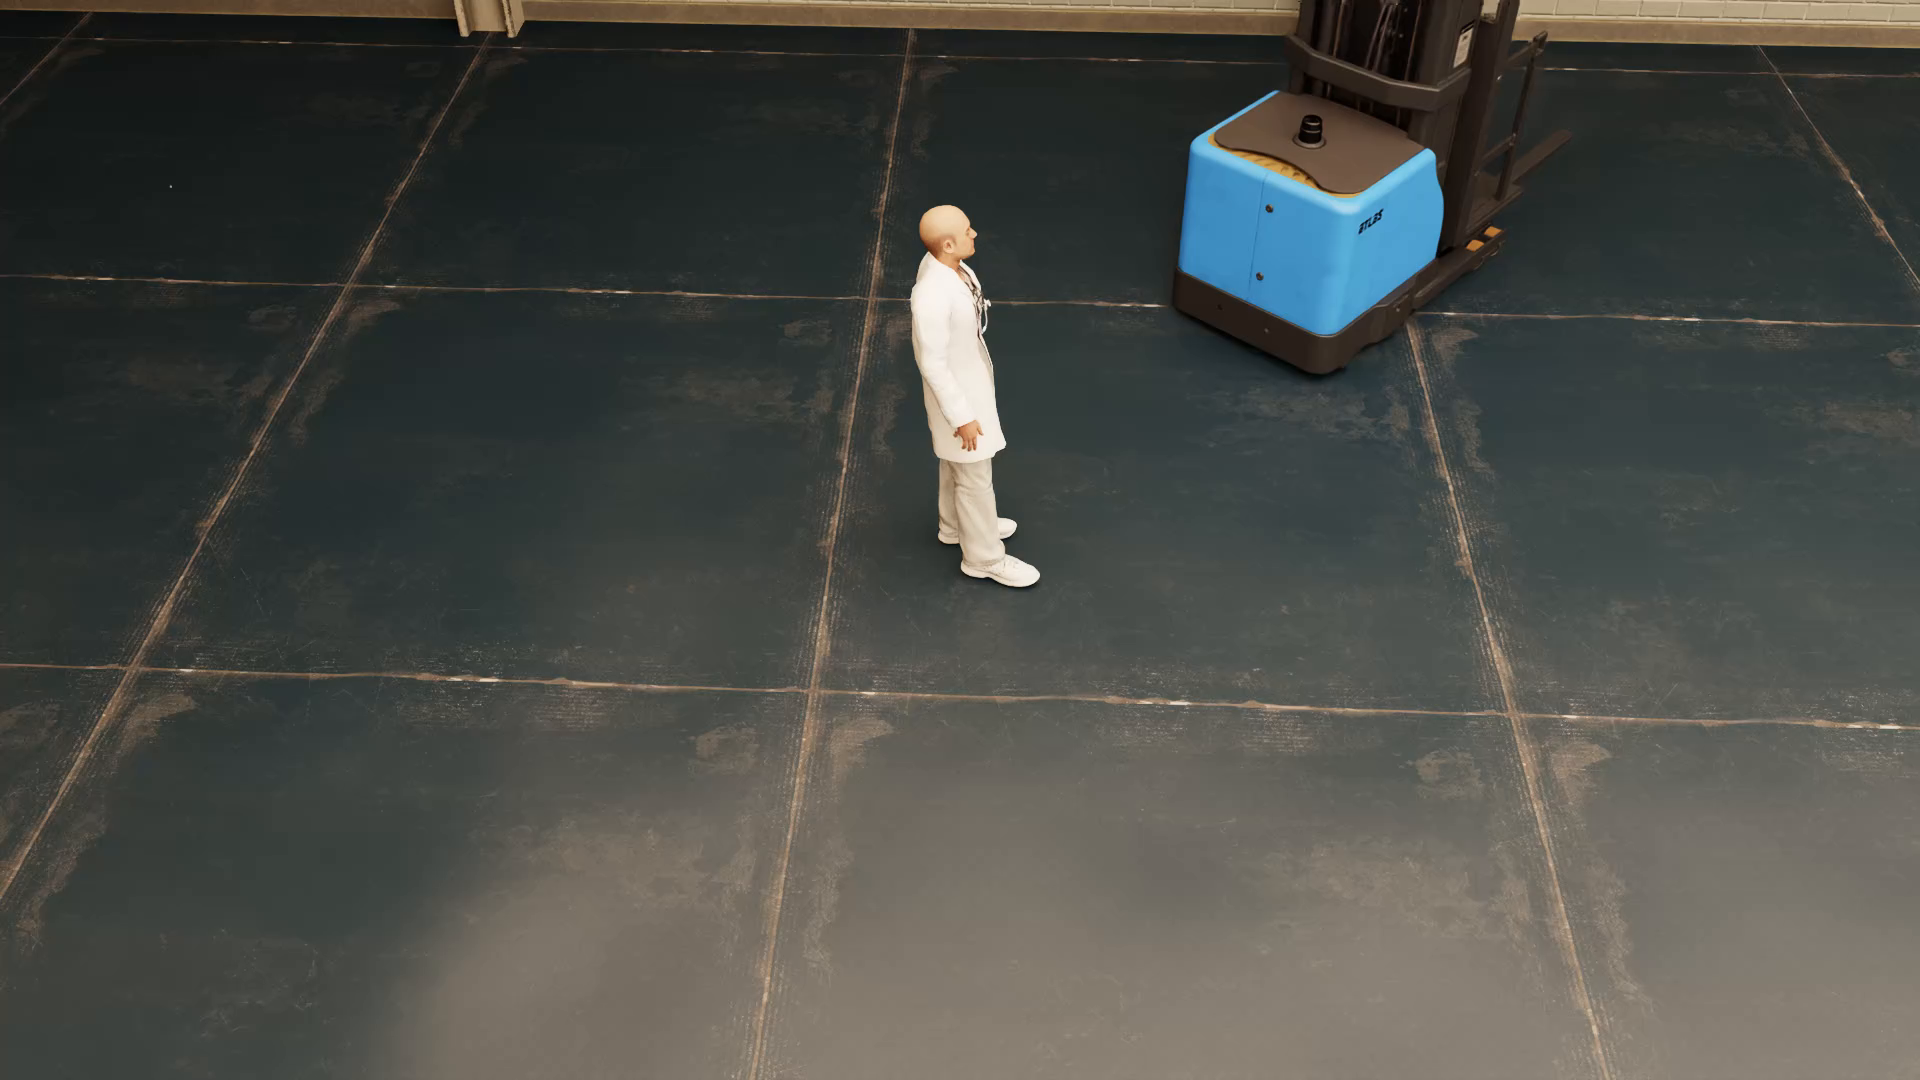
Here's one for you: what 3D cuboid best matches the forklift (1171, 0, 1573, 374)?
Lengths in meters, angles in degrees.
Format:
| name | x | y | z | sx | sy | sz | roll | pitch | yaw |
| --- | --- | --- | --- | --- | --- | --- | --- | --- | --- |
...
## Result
| name | x | y | z | sx | sy | sz | roll | pitch | yaw |
| --- | --- | --- | --- | --- | --- | --- | --- | --- | --- |
| forklift | 2.548 | -2.862 | 8.878 | 1.130 | 2.935 | 3.031 | 32 | 51 | 30 |

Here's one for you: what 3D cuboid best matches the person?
| name | x | y | z | sx | sy | sz | roll | pitch | yaw |
| --- | --- | --- | --- | --- | --- | --- | --- | --- | --- |
| person | 0.090 | -0.657 | 7.306 | 0.580 | 1.777 | 0.698 | 2 | 42 | 2 |
